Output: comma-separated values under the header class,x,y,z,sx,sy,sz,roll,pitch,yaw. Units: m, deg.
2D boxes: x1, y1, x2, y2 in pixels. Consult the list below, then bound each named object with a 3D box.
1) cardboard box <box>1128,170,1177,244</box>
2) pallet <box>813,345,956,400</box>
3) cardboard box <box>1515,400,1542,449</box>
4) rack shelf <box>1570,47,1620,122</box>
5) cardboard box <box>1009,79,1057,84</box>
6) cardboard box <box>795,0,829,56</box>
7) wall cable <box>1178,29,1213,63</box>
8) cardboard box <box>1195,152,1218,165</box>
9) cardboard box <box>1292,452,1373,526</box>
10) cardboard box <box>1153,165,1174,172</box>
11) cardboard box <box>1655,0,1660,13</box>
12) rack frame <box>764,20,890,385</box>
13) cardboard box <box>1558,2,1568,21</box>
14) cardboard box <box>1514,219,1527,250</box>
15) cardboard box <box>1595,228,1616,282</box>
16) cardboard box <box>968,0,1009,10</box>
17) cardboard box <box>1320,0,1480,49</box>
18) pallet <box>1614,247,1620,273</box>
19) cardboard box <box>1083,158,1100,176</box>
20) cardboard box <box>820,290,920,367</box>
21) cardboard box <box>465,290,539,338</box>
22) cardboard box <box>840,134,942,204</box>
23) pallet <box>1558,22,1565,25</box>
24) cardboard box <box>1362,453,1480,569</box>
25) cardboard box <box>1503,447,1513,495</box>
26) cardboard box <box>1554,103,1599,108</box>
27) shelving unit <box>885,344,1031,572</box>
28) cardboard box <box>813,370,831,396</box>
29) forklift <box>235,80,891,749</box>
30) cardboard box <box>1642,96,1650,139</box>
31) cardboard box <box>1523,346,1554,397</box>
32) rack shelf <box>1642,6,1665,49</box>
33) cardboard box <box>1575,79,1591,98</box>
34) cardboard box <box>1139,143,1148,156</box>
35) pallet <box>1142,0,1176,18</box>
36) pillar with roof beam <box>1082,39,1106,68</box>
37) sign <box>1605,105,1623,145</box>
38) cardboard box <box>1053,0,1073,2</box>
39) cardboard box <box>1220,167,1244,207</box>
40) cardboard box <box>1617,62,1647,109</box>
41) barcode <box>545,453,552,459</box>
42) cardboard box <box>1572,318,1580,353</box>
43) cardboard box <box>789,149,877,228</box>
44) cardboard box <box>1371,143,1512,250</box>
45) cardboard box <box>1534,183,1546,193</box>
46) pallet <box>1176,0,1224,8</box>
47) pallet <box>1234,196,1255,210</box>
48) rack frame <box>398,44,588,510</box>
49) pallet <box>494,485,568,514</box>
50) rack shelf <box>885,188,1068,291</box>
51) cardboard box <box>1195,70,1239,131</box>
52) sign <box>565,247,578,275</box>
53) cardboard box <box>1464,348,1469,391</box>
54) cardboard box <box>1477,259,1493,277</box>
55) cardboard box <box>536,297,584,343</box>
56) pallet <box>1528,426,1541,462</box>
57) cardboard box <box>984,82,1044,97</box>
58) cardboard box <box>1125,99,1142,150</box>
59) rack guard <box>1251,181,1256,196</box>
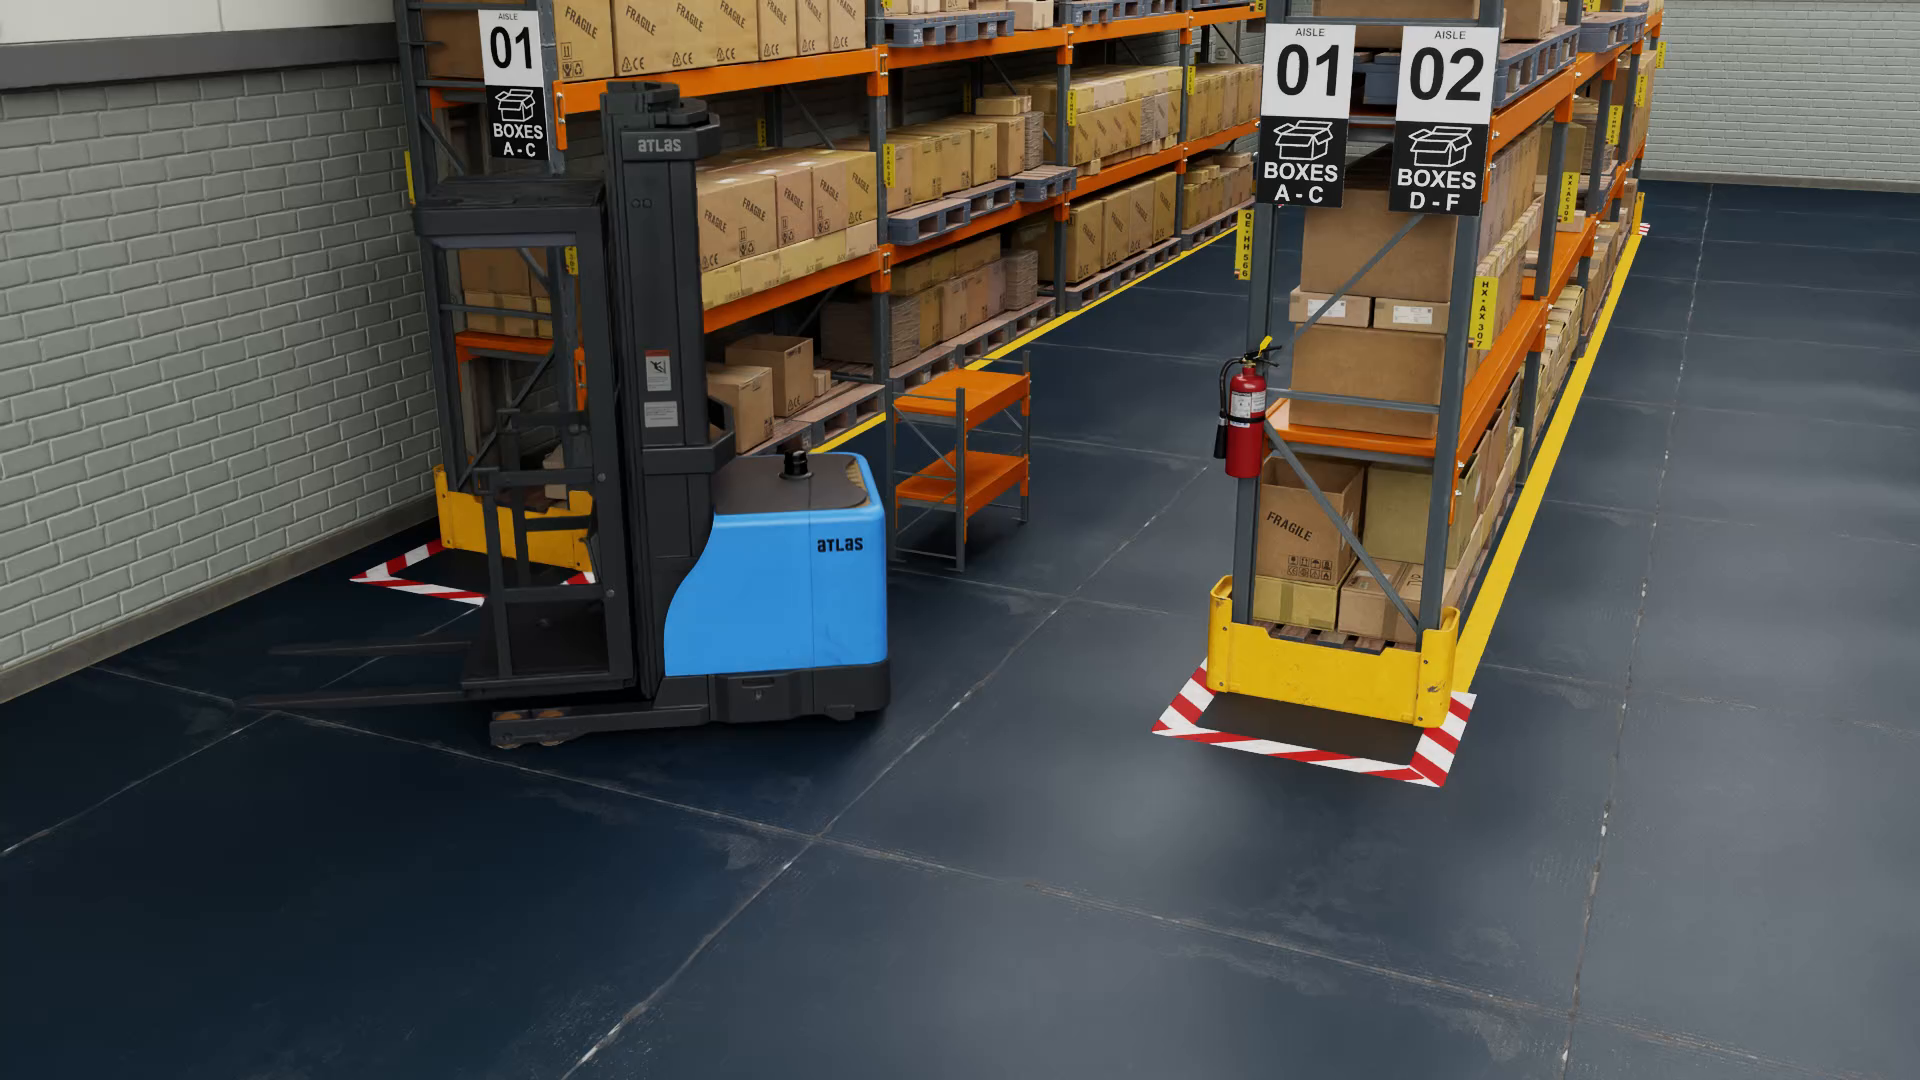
class,x,y,z,sx,sy,sz,roll,pitch,yaw
cardboard box,2.080,-3.963,19.716,0.750,0.750,0.750,9,21,23
pallet,-0.731,-1.473,14.296,1.003,0.211,1.213,9,21,23
cardboard box,3.864,-0.862,11.892,0.500,0.250,0.500,8,21,21
rack shelf,4.292,-3.556,12.588,1.077,0.370,4.000,9,21,23
cardboard box,0.754,-4.654,17.335,0.500,0.250,0.500,8,21,21
cardboard box,-1.248,-3.677,11.677,0.500,0.500,0.500,7,21,18
wall cable,3.527,-7.217,24.769,0.084,1.984,1.851,9,21,23
cardboard box,3.332,-5.226,22.822,0.380,0.149,0.250,9,21,23
cardboard box,2.179,-0.416,9.518,0.500,0.500,0.500,9,21,23
cardboard box,2.708,-4.759,21.511,0.380,0.149,0.250,8,21,21
cardboard box,8.009,-6.382,19.685,0.500,0.250,0.500,9,21,23
rack frame,-1.048,-2.549,13.159,1.000,3.000,0.127,9,21,23
cardboard box,4.312,-3.987,12.323,0.500,0.250,0.500,7,21,18
cardboard box,3.242,-1.874,10.145,0.380,0.149,0.250,9,21,23
cardboard box,6.598,-3.005,17.516,0.500,0.500,0.500,9,21,23
cardboard box,-0.026,-4.859,14.995,0.797,0.503,0.637,12,23,30
cardboard box,2.074,-2.548,7.691,0.797,0.503,0.637,10,22,26
pallet,7.031,-3.212,19.185,1.003,0.211,1.213,9,21,23
cardboard box,1.233,-3.877,17.239,0.380,0.149,0.250,9,22,24
cardboard box,-0.762,-1.806,14.143,0.700,0.500,0.500,9,22,25
cardboard box,-2.672,-1.434,10.219,0.500,0.250,0.500,9,21,23
cardboard box,-0.573,-3.124,13.970,0.700,0.500,0.500,11,22,28
pallet,3.822,-3.465,11.543,0.805,0.209,1.217,8,21,21
cardboard box,2.460,-0.190,8.883,0.500,0.500,0.500,9,21,23
cardboard box,3.268,-0.449,10.732,0.500,0.250,0.500,9,21,23
cardboard box,6.127,-4.228,17.104,0.700,0.500,0.500,12,23,31
shelving unit,0.003,-0.532,10.286,0.538,1.125,1.048,9,21,23
cardboard box,-1.240,-1.253,13.088,0.380,0.166,0.250,6,20,16
forklift,-1.898,-0.597,7.774,3.031,2.935,1.130,-3,20,-8
cardboard box,8.242,-5.252,20.612,0.500,0.500,0.500,9,21,23
cardboard box,4.079,-1.281,12.235,0.500,0.311,0.500,8,21,22
rack shelf,7.568,-6.001,19.465,1.077,0.370,4.000,9,21,23
cardboard box,6.720,-5.024,18.478,0.500,0.500,0.500,9,21,23
cardboard box,1.903,-4.435,18.809,0.380,0.149,0.250,9,21,23
pallet,1.897,-6.030,18.758,0.805,0.209,1.217,8,21,21
pillar with roof beam,5.653,-7.563,18.305,9.100,9.000,0.400,9,21,23
sign,5.618,-3.563,14.284,0.100,0.325,0.005,9,21,23
cardboard box,0.732,-5.592,16.435,0.700,0.500,0.500,7,21,18
cardboard box,3.466,-4.856,22.752,0.700,0.500,0.500,8,21,23
cardboard box,7.409,-5.097,18.683,0.500,0.500,0.500,8,21,21
barcode,-2.678,-0.530,10.826,0.001,0.075,0.075,9,21,23
cardboard box,5.118,-1.801,14.533,0.500,0.250,0.500,9,22,24
cardboard box,-0.960,-2.654,12.529,0.500,0.500,0.500,8,21,23
cardboard box,2.680,-1.932,9.339,0.700,0.500,0.500,9,21,23
cardboard box,4.223,-2.464,12.771,0.500,0.500,0.500,9,21,23
pallet,2.572,-6.614,20.247,1.003,0.211,1.213,9,21,23
pallet,3.610,-4.648,23.224,1.003,0.211,1.213,9,21,23
rack frame,-2.686,-1.326,9.721,1.000,3.000,0.127,9,21,23
pallet,-2.290,-0.279,10.938,1.003,0.211,1.213,9,21,23
rack shelf,-0.229,-2.821,14.999,1.077,0.370,4.000,9,21,23
cardboard box,3.058,-5.745,21.700,0.980,0.700,0.700,7,21,20
sign,-2.191,-1.659,9.366,0.100,0.325,0.005,9,21,23
cardboard box,2.248,-0.997,8.645,0.700,0.500,0.500,9,22,24
cardboard box,2.613,-1.406,8.829,0.380,0.149,0.250,8,21,21
cardboard box,-2.197,-1.370,10.039,0.500,0.250,0.500,8,21,21
pallet,3.739,-0.787,12.366,1.003,0.211,1.213,9,21,23
cardboard box,0.539,-4.496,16.891,0.500,0.250,0.500,9,22,24
cardboard box,1.656,-4.552,18.169,0.500,0.500,0.500,9,22,24
rack guard,3.876,-5.047,23.913,1.175,0.500,0.348,9,21,23
